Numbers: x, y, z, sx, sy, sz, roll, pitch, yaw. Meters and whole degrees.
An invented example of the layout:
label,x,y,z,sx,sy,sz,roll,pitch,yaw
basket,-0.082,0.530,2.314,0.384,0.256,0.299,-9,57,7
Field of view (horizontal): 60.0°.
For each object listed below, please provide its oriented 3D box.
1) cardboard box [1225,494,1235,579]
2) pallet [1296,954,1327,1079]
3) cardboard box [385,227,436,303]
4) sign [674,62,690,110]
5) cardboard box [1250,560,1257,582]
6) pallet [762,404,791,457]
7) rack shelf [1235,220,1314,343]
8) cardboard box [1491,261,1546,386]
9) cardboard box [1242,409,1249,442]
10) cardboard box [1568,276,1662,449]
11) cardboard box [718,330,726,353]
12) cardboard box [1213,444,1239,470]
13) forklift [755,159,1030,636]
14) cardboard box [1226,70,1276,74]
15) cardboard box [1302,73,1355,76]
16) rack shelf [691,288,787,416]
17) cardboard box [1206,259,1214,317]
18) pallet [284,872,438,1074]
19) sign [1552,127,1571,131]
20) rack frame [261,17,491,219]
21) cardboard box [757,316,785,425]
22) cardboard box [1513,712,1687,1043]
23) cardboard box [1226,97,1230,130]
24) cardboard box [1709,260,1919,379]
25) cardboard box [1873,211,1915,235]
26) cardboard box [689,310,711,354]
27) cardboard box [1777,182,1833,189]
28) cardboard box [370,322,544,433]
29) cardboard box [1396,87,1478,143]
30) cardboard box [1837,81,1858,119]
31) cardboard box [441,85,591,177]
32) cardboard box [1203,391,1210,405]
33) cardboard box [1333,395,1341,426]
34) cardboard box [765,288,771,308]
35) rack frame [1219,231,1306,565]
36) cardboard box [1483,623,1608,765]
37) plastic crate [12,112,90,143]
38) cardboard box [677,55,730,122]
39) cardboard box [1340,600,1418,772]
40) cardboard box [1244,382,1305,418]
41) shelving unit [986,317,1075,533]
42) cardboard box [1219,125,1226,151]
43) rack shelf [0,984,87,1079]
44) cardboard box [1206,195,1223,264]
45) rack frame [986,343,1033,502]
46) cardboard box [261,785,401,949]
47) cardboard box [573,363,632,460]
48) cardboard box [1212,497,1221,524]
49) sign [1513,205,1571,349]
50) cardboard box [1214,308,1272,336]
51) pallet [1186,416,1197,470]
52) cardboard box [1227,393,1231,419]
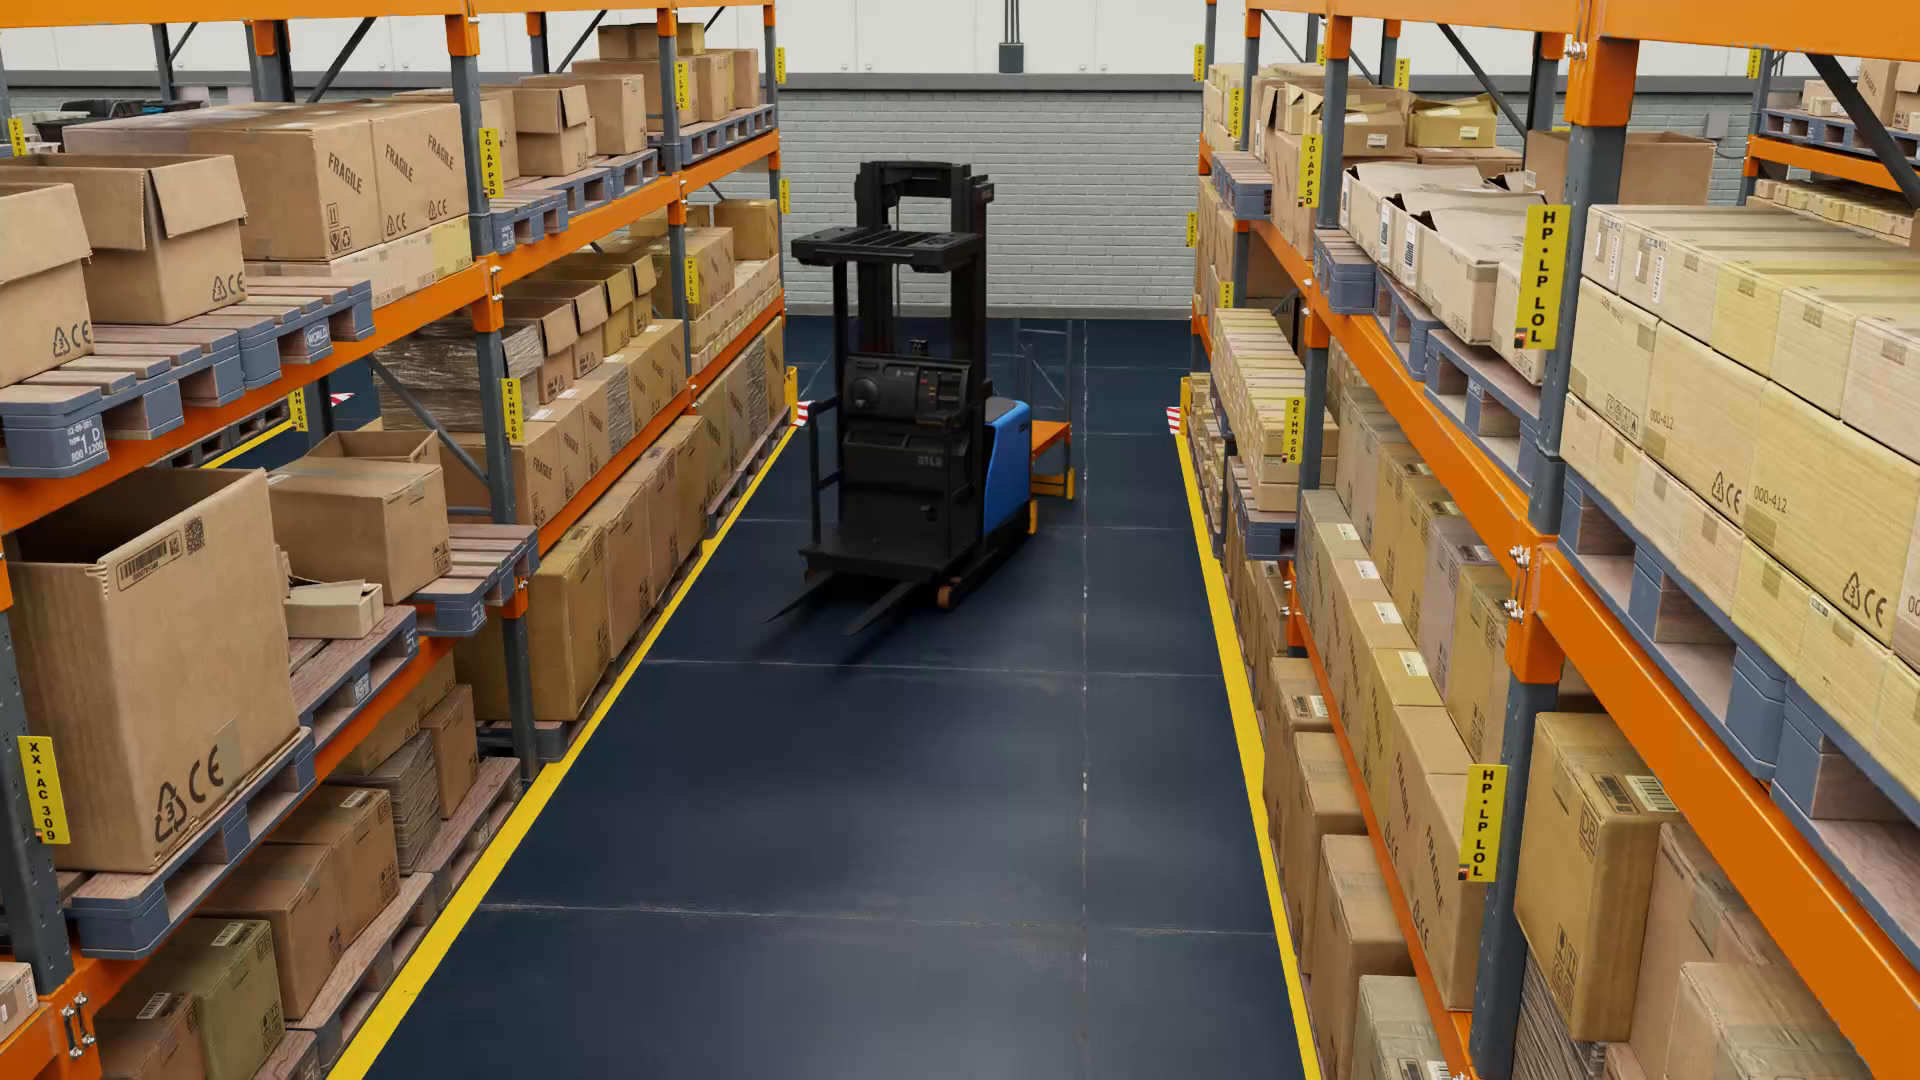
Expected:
label,x,y,z,sx,sy,sz,roll,pitch,yaw
cardboard box,2.117,-0.036,11.555,0.500,0.500,0.500,2,18,6
pallet,1.926,1.941,6.661,1.003,0.211,1.213,1,18,4
cardboard box,-2.604,-1.194,7.174,0.500,0.250,0.500,1,18,4
sign,-1.963,-3.201,11.723,0.100,0.325,0.005,1,18,4
cardboard box,2.013,0.094,9.956,0.500,0.250,0.500,2,18,5
pallet,-2.198,-1.057,15.810,1.003,0.211,1.213,1,18,4
rack shelf,2.291,-1.710,9.663,1.077,0.370,4.000,1,18,4
cardboard box,1.752,-0.587,4.487,0.500,0.250,0.500,1,18,5
cardboard box,1.781,-0.633,9.289,0.380,0.149,0.250,1,18,4
cardboard box,1.547,-0.360,3.316,0.500,0.250,0.500,1,18,4
cardboard box,-2.098,-1.600,13.392,0.380,0.149,0.250,1,18,2
cardboard box,2.190,-0.649,13.036,0.380,0.149,0.250,1,18,3
forklift,-0.455,-1.062,11.457,1.130,2.935,3.031,7,19,20
cardboard box,2.330,-3.694,13.360,0.380,0.149,0.250,2,18,6
cardboard box,2.839,-3.521,12.832,0.380,0.149,0.250,2,18,7
rack shelf,-2.362,-1.669,14.355,1.077,0.370,4.000,1,18,4
cardboard box,2.323,-2.069,13.780,0.500,0.500,0.500,1,18,2
pallet,-2.940,1.798,7.096,1.003,0.211,1.213,1,18,4
sign,2.701,-1.699,7.517,0.100,0.325,0.005,1,18,4
rack frame,-2.792,-2.998,7.622,1.000,3.000,0.127,1,18,4
cardboard box,-2.185,-1.621,15.792,0.875,0.875,0.875,1,18,4
cardboard box,1.800,0.766,3.792,0.875,0.550,0.550,1,18,4
cardboard box,2.263,-3.150,12.339,0.500,0.250,0.500,1,18,2
cardboard box,1.443,-0.353,2.654,0.380,0.149,0.250,1,18,3
cardboard box,7.221,-2.417,12.673,0.380,0.149,0.250,1,18,3
cardboard box,-2.210,-1.600,12.752,0.500,0.250,0.500,1,18,3
cardboard box,7.417,-3.055,14.620,0.380,0.149,0.250,2,18,5
cardboard box,-2.723,-0.898,9.076,0.797,0.503,0.637,2,18,6
cardboard box,2.468,-2.202,8.618,0.396,0.266,0.258,1,18,4
cardboard box,7.509,-3.577,13.514,0.500,0.311,0.500,2,18,5
cardboard box,-2.667,-2.457,9.945,0.797,0.503,0.637,1,18,3
cardboard box,2.364,-1.220,14.777,0.380,0.149,0.250,0,18,1
cardboard box,2.513,-0.795,10.262,0.380,0.149,0.250,2,18,6
cardboard box,-1.952,-2.236,15.332,0.380,0.149,0.250,1,18,4
rack frame,2.435,-1.248,11.914,1.000,3.000,0.127,1,18,4
cardboard box,1.891,0.560,4.631,0.700,0.500,0.500,1,18,3
plastic crate,-7.625,-3.430,13.948,0.437,0.282,0.530,1,18,4
cardboard box,-2.287,-3.680,13.525,0.700,0.500,0.500,2,18,6
cardboard box,1.738,0.550,6.267,0.500,0.500,0.500,1,18,3
cardboard box,1.780,-0.773,9.239,0.380,0.149,0.250,2,18,6
shelving unit,0.504,-0.955,13.429,0.587,1.500,1.083,7,19,20
cardboard box,2.284,-3.073,12.907,0.500,0.250,0.500,1,18,3
rack shelf,-3.222,2.058,2.981,1.077,0.370,4.000,1,18,4
cardboard box,2.302,-2.544,13.627,0.500,0.500,0.500,1,18,2
rack frame,0.319,-0.805,12.970,0.500,1.500,0.032,7,19,20
cardboard box,-2.881,1.389,7.176,0.700,0.500,0.500,3,18,9
cardboard box,-2.380,-0.815,10.431,0.500,0.500,0.500,1,18,4
cardboard box,2.123,-0.222,12.687,0.380,0.149,0.250,2,18,5
sign,1.319,-0.593,3.762,0.100,0.325,0.005,1,18,4
cardboard box,1.948,-1.499,11.453,0.380,0.149,0.250,2,18,7
pallet,2.622,-0.890,15.300,1.003,0.211,1.213,1,18,4
cardboard box,1.859,-0.810,10.307,0.380,0.149,0.250,1,18,3
